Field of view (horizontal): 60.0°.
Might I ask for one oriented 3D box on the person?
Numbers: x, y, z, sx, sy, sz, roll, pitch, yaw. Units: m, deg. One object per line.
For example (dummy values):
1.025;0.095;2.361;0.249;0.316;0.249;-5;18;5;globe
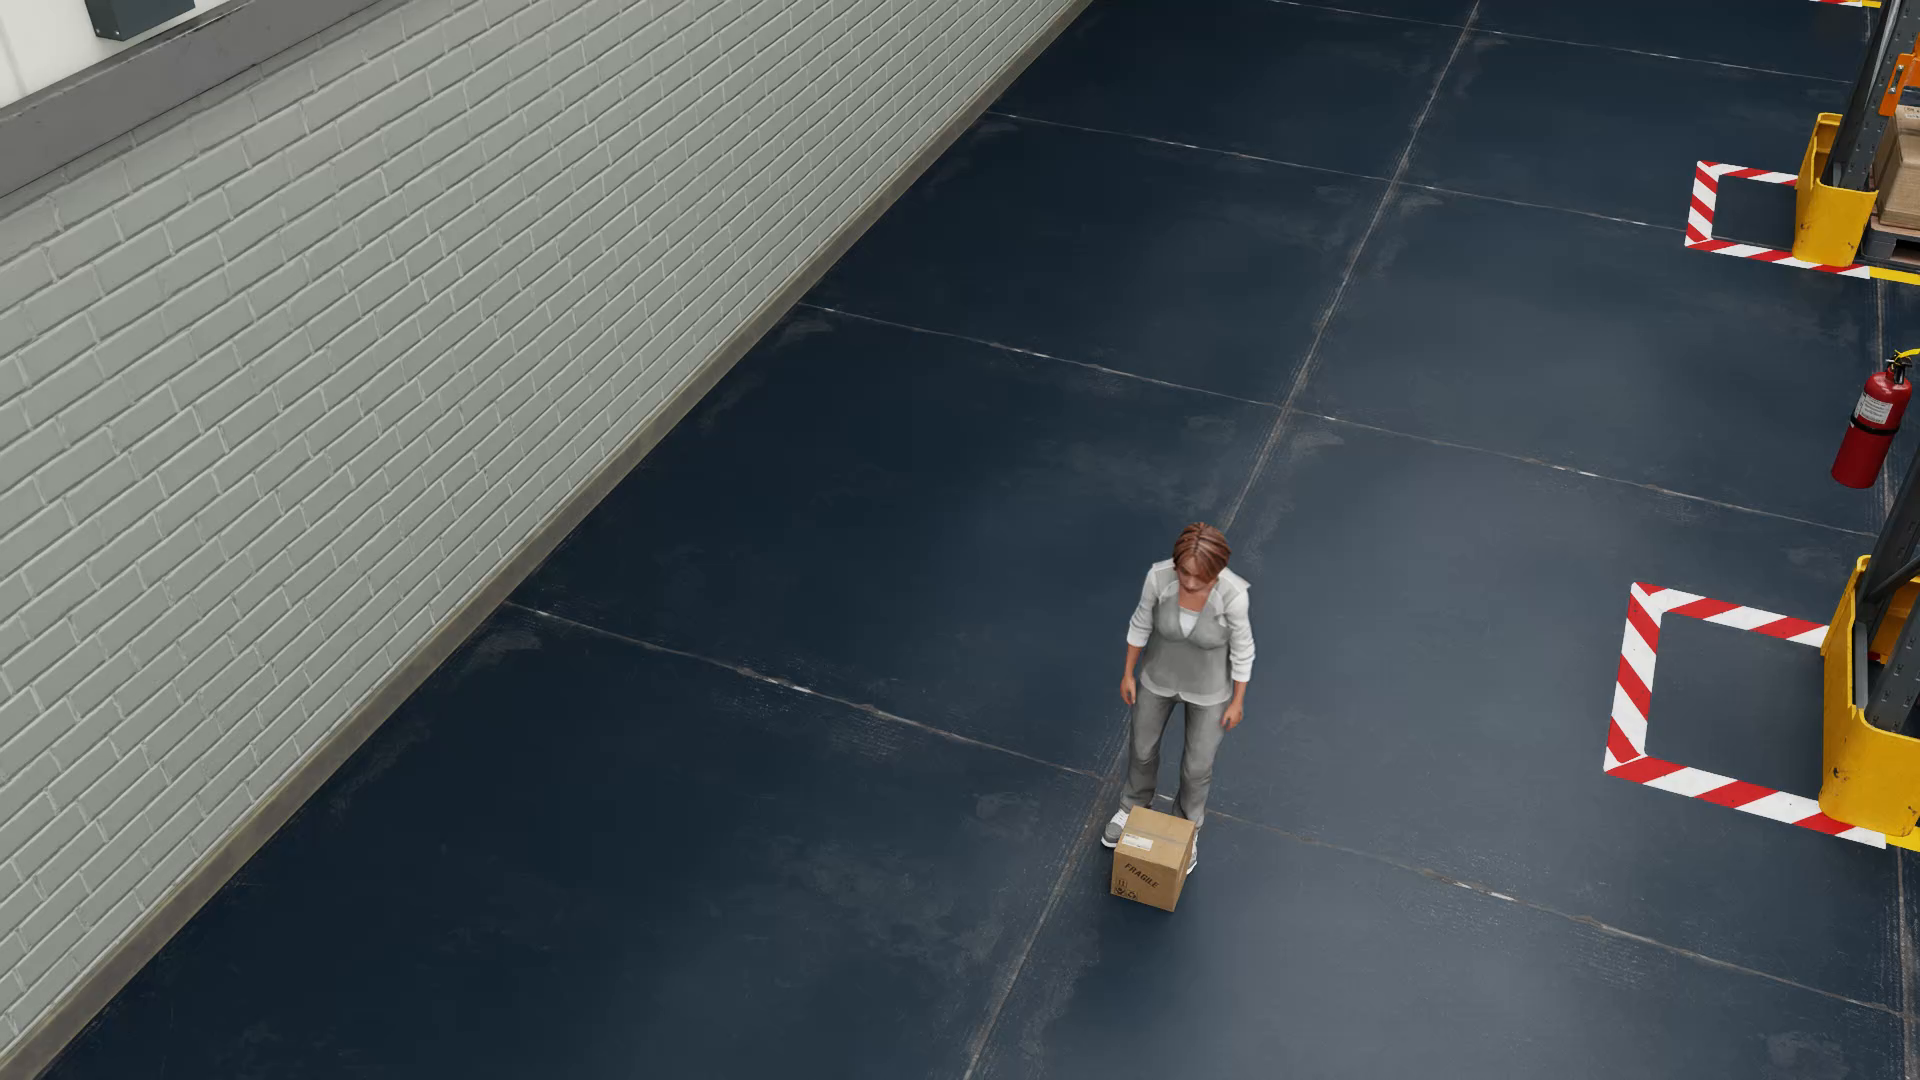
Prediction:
0.818;0.556;6.116;0.472;1.592;0.366;14;40;17;person
